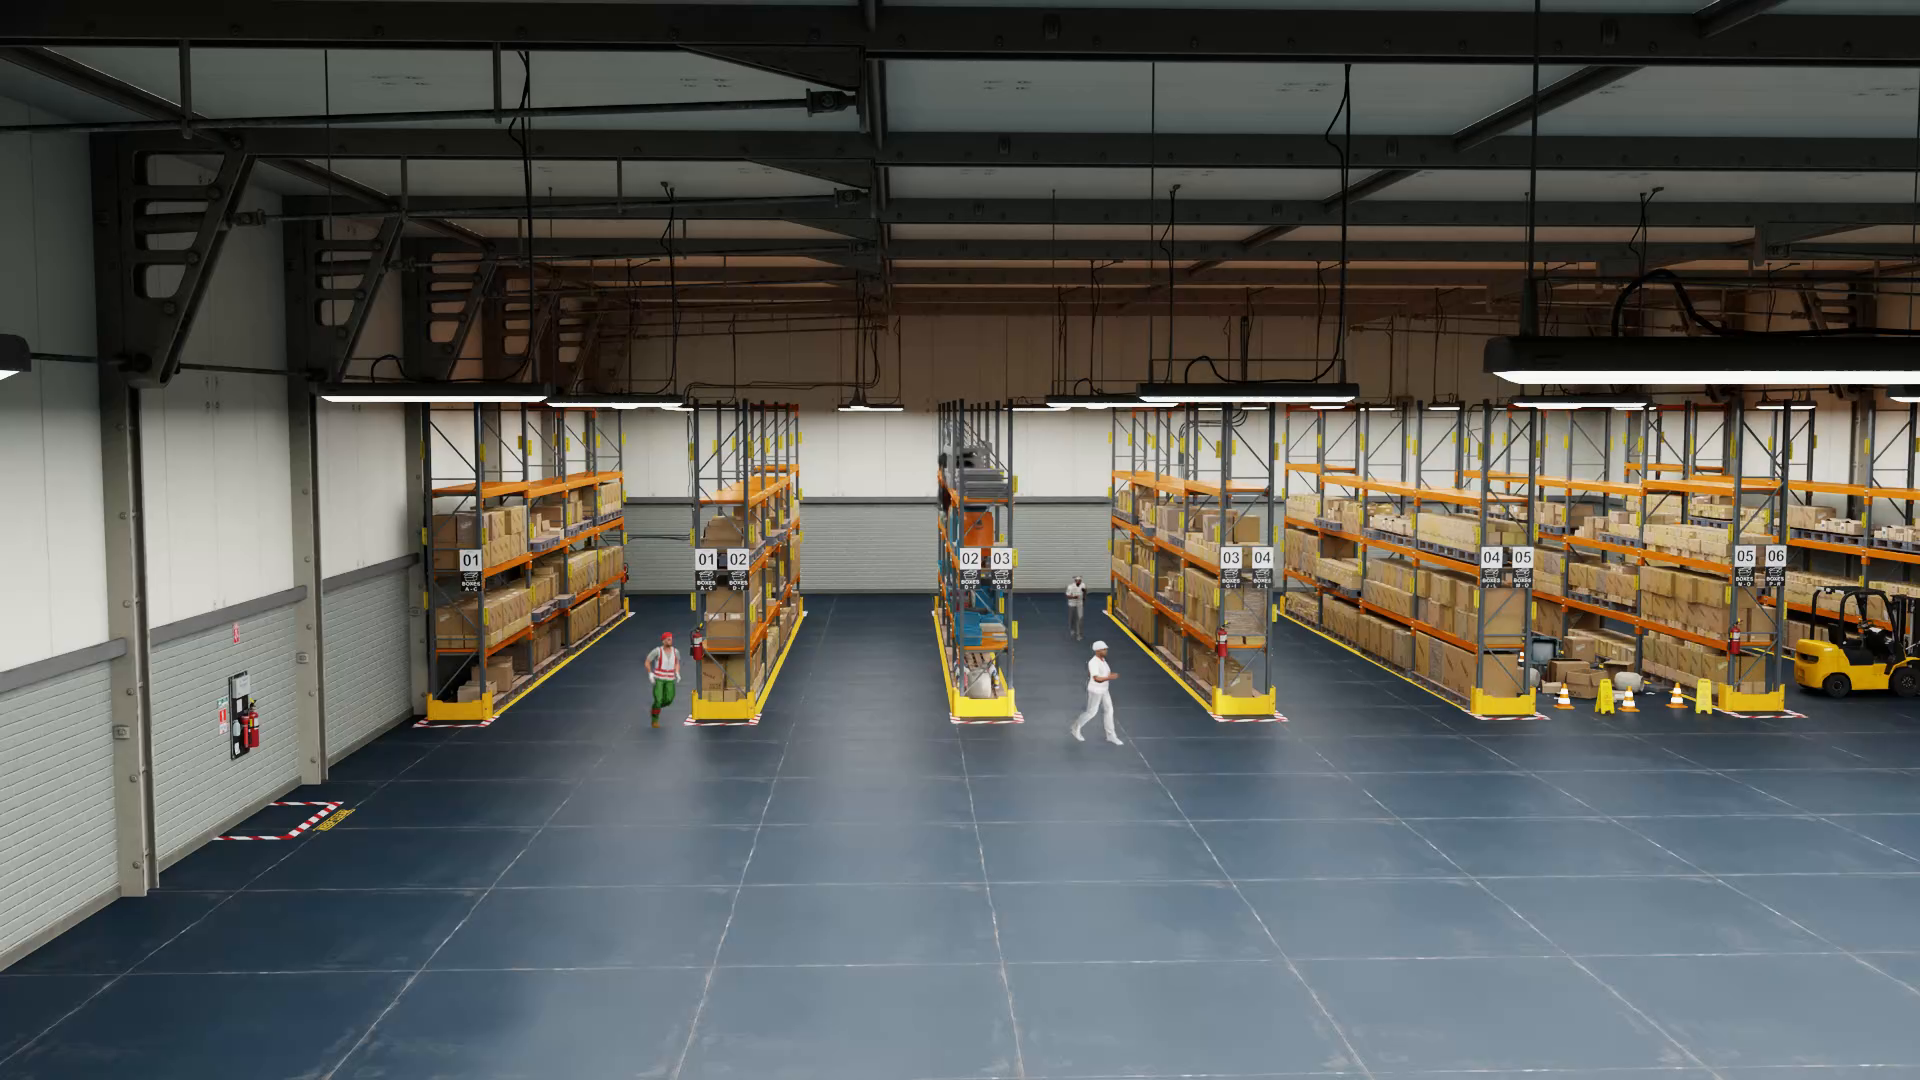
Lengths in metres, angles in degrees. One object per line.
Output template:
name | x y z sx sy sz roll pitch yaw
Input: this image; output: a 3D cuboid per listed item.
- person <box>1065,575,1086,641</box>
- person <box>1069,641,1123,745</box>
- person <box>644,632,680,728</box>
person | 2.934 1.697 42.302 0.576 1.698 0.942 0 4 -5
person | 2.364 2.630 28.727 0.950 1.781 0.688 2 5 23
person | -5.455 2.551 30.586 0.702 1.727 0.573 -3 5 -31
